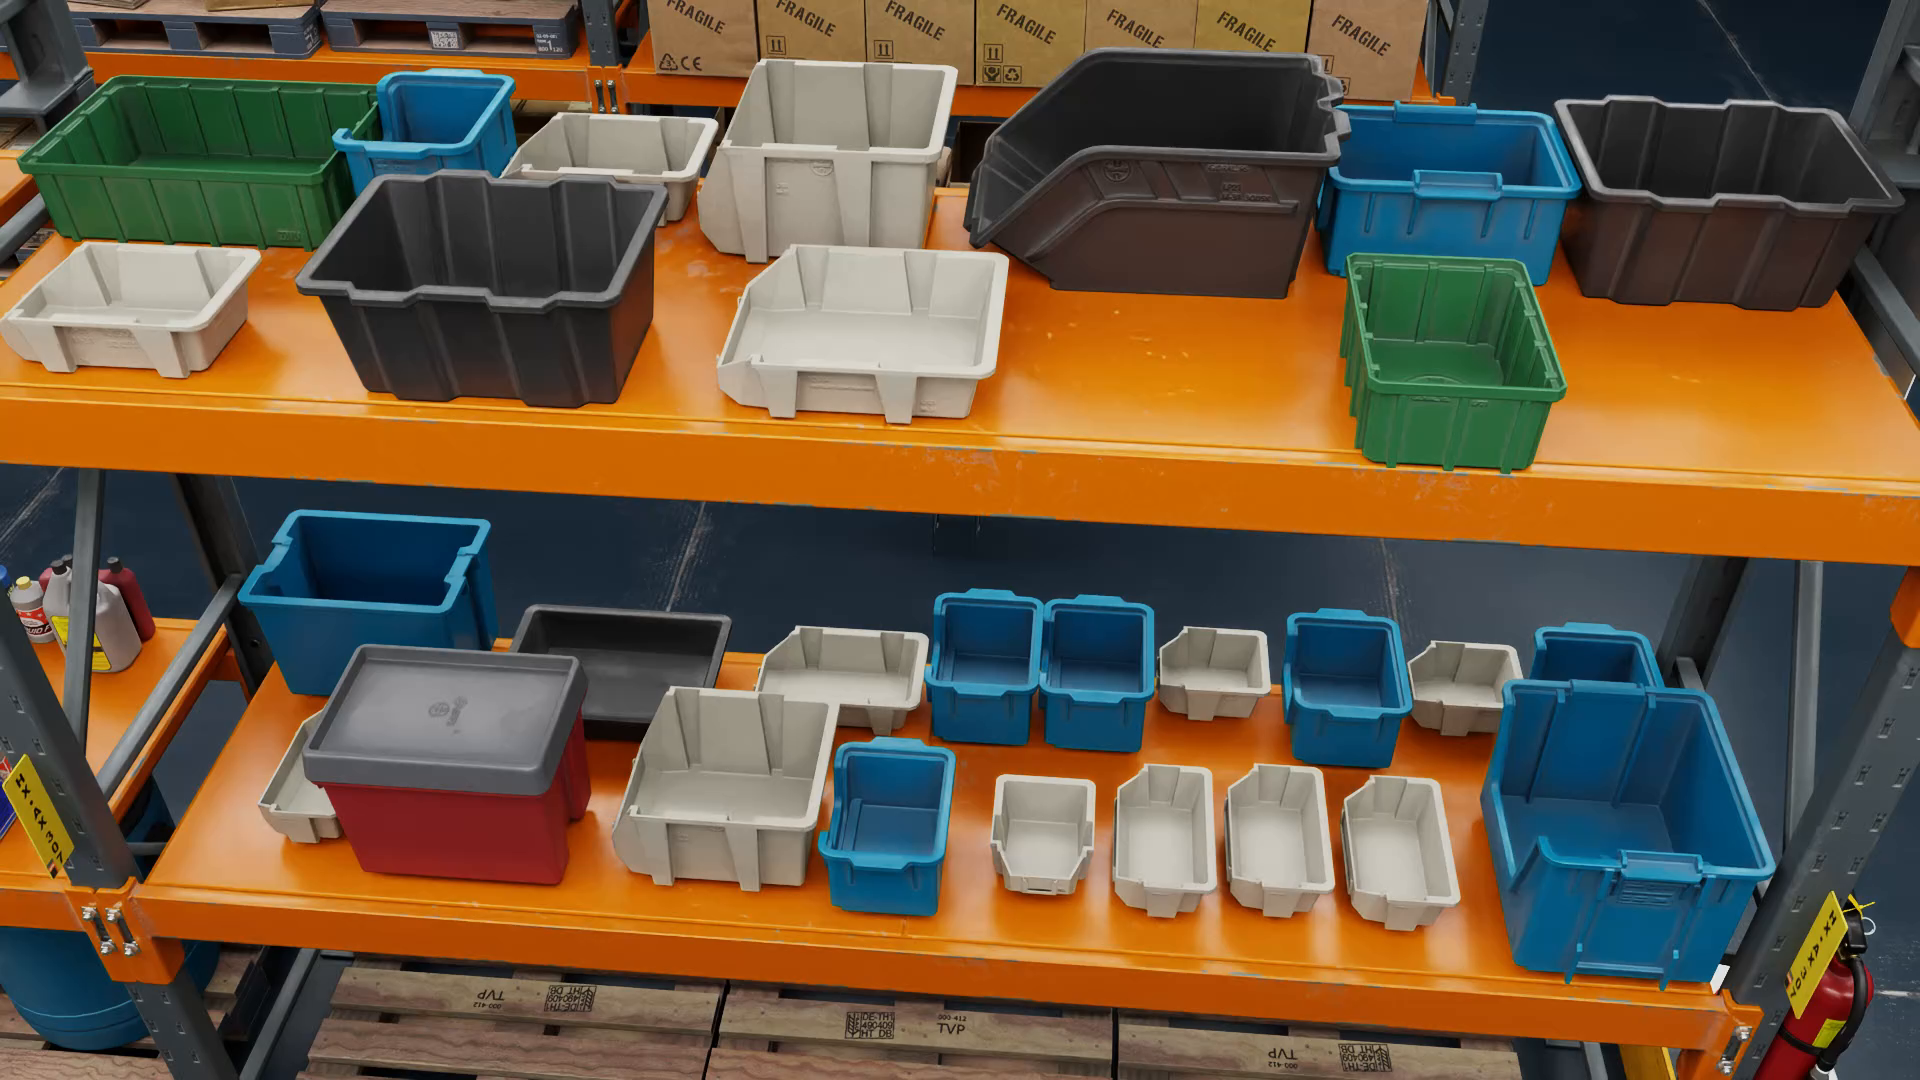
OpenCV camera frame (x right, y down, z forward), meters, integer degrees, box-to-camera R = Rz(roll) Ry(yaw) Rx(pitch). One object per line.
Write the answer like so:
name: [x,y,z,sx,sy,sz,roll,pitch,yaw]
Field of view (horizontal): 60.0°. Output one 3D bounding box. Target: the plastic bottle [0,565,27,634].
plastic bottle: [-2.764,0.161,4.778,0.097,0.271,0.097,0,39,0]

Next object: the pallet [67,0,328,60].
pallet: [-3.705,-2.749,8.403,1.213,0.211,1.003,3,39,4]

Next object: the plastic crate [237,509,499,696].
plastic crate: [-1.594,0.200,4.593,0.575,0.384,0.392,3,39,4]

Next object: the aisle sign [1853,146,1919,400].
aisle sign: [1.994,-0.567,3.511,0.004,0.787,0.394,3,39,4]

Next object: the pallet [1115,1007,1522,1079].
pallet: [1.078,1.637,5.072,1.213,0.211,1.003,3,39,4]

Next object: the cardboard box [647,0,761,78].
cardboard box: [-1.173,-2.548,7.925,0.500,0.500,0.500,4,39,5]

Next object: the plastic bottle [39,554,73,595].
plastic bottle: [-2.550,0.156,4.774,0.133,0.283,0.061,3,39,4]

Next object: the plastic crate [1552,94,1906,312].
plastic crate: [1.537,-0.684,3.442,0.590,0.269,0.497,3,39,4]

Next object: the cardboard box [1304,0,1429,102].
cardboard box: [1.858,-2.383,7.722,0.500,0.500,0.500,4,39,5]

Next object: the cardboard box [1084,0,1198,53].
cardboard box: [0.844,-2.439,7.791,0.500,0.500,0.500,3,39,4]

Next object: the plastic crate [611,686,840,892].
plastic crate: [-0.583,0.628,4.148,0.530,0.282,0.437,3,39,4]

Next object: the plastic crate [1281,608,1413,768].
plastic crate: [1.023,0.410,4.455,0.300,0.233,0.416,3,39,4]

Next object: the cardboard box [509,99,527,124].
cardboard box: [-2.651,-2.111,9.099,0.500,0.500,0.500,4,39,4]

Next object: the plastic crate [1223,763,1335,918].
plastic crate: [0.781,0.748,4.116,0.243,0.136,0.396,3,39,4]

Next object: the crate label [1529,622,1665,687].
crate label: [1.679,0.446,4.411,0.303,0.233,0.416,3,39,4]

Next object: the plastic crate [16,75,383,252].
plastic crate: [-1.640,-0.842,3.699,0.662,0.188,0.450,3,39,4]

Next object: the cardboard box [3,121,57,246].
cardboard box: [-4.692,-1.898,8.837,0.500,0.500,0.500,2,39,2]

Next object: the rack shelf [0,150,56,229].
rack shelf: [-4.081,-0.587,3.788,4.000,0.370,1.077,3,39,4]

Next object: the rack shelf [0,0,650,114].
rack shelf: [-3.650,-2.538,8.562,4.000,0.370,1.077,3,39,4]

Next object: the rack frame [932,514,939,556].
rack frame: [-0.106,-0.471,6.878,0.006,1.200,0.240,3,39,4]

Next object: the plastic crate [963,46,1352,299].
plastic crate: [0.398,-0.771,3.494,0.767,0.338,0.504,3,39,4]

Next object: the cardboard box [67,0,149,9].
cardboard box: [-4.111,-2.995,8.141,0.500,0.500,0.700,10,40,12]

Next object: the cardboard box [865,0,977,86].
cardboard box: [-0.165,-2.494,7.858,0.500,0.500,0.500,3,39,4]

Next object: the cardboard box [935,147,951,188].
cardboard box: [-0.318,-1.943,9.042,0.500,0.311,0.500,3,39,4]

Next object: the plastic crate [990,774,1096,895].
plastic crate: [0.205,0.744,4.121,0.250,0.136,0.298,3,39,4]

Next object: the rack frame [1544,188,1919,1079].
rack frame: [1.896,0.624,4.107,0.127,3.000,1.000,3,39,4]

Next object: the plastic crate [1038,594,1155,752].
plastic crate: [0.367,0.374,4.500,0.300,0.233,0.416,3,39,4]

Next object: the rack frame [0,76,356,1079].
rack frame: [-2.089,0.407,4.374,0.127,3.000,1.000,3,39,4]

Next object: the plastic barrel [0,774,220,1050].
plastic barrel: [-2.629,1.017,4.954,0.708,0.901,0.600,3,39,4]

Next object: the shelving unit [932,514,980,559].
shelving unit: [-0.014,-0.466,6.872,0.189,1.200,0.258,3,39,4]

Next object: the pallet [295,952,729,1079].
pallet: [-1.353,1.504,5.235,1.213,0.211,1.003,3,39,4]

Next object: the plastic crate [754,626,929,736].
plastic crate: [-0.328,0.391,4.554,0.466,0.136,0.293,3,39,4]

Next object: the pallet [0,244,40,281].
pallet: [-4.902,-1.780,9.270,1.213,0.211,1.003,3,39,4]

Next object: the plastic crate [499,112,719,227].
plastic crate: [-0.789,-0.825,3.720,0.466,0.136,0.293,3,39,4]

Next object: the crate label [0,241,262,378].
crate label: [-1.626,-0.446,3.255,0.466,0.136,0.293,3,39,4]

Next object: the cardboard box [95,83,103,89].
cardboard box: [-4.634,-2.515,9.001,0.500,0.250,0.500,5,39,6]

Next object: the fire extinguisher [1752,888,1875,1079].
fire extinguisher: [2.008,1.093,3.888,0.183,0.674,0.296,3,39,4]

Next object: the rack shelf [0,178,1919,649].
rack shelf: [-0.096,-0.369,3.521,4.000,0.370,1.077,3,39,4]

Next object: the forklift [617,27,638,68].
forklift: [-1.750,-4.293,10.202,3.031,2.935,1.130,11,40,13]

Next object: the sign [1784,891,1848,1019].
sign: [1.865,0.908,3.629,0.005,0.325,0.100,3,39,4]

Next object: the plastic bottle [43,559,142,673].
plastic bottle: [-2.452,0.201,4.667,0.185,0.351,0.144,3,39,4]

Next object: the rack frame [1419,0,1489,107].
rack frame: [2.328,-2.491,7.934,0.127,3.000,1.000,3,39,4]

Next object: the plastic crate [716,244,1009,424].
plastic crate: [-0.184,-0.393,3.190,0.530,0.136,0.437,3,39,4]
